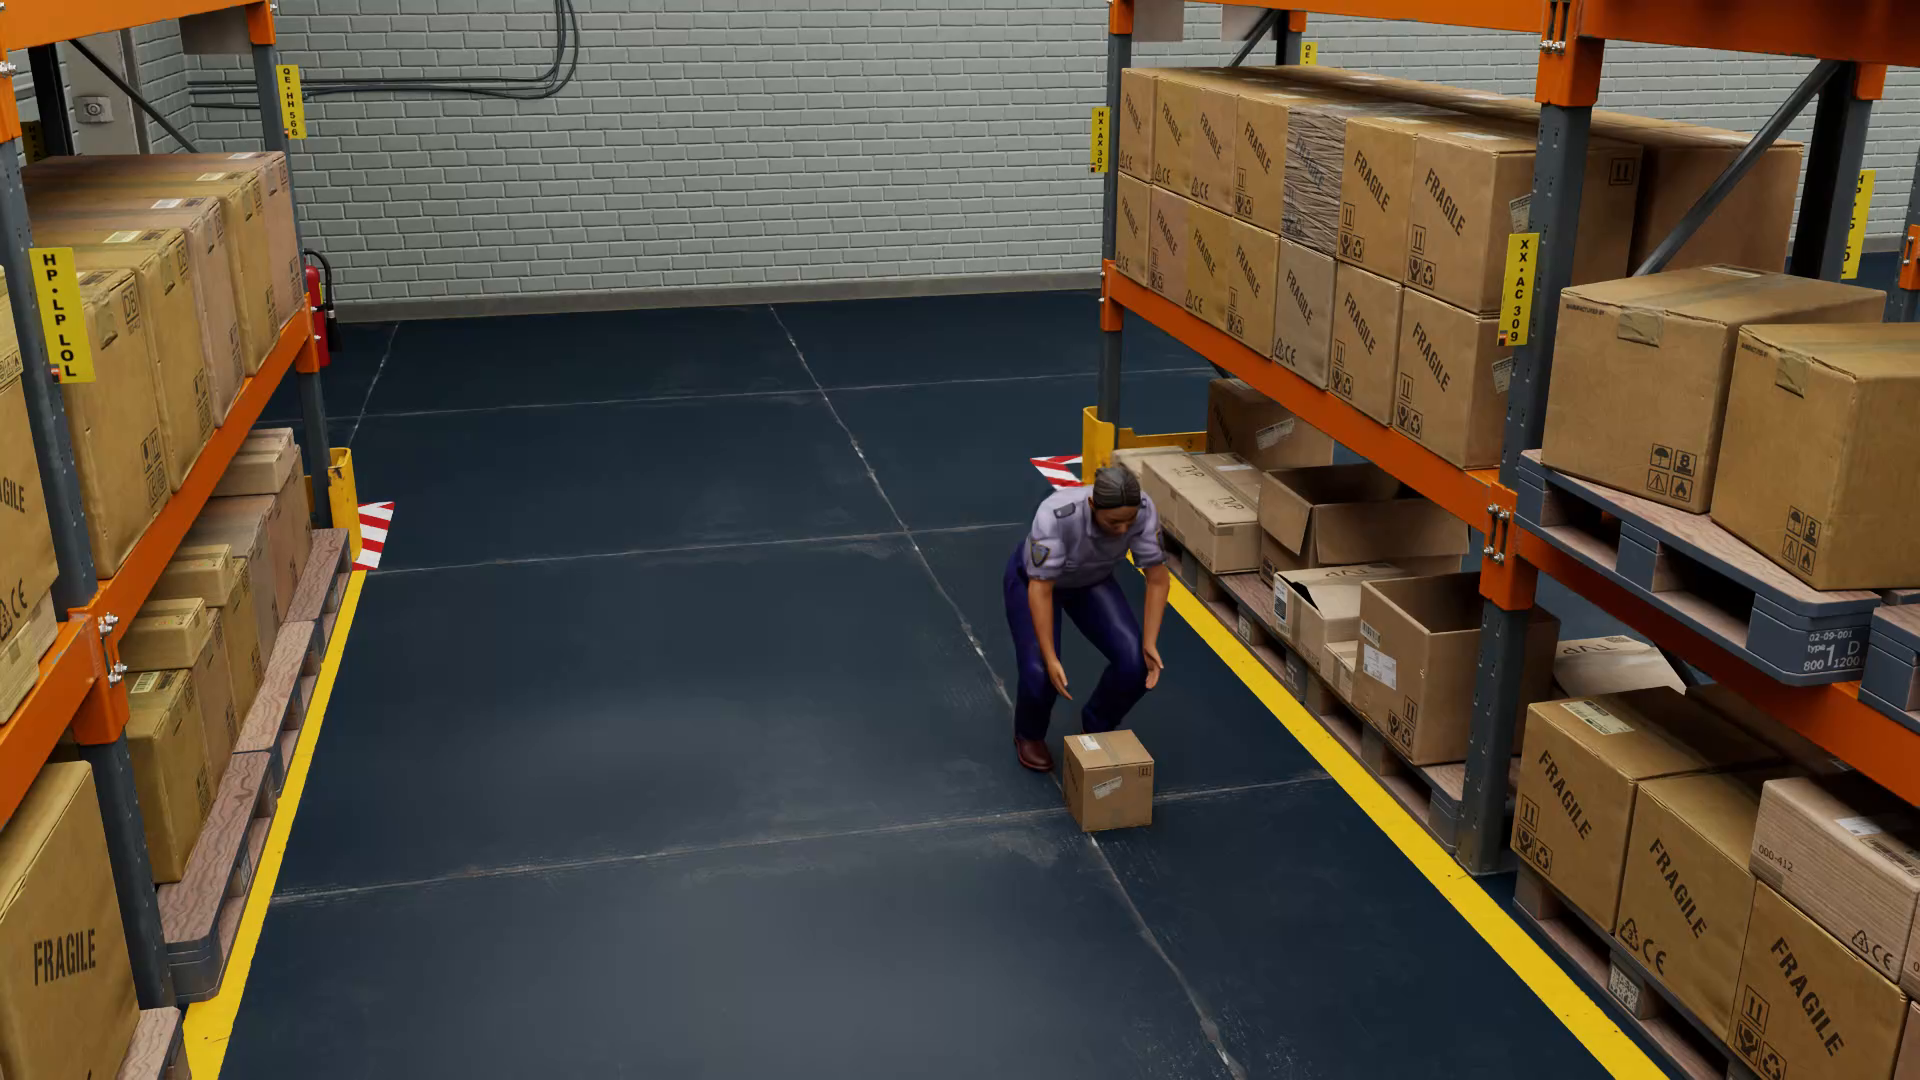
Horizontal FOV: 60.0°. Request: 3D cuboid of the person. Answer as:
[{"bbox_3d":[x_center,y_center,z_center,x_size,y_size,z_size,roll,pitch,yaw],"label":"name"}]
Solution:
[{"bbox_3d":[0.455,0.245,6.046,0.537,1.226,0.731,-5,20,-13],"label":"person"}]
